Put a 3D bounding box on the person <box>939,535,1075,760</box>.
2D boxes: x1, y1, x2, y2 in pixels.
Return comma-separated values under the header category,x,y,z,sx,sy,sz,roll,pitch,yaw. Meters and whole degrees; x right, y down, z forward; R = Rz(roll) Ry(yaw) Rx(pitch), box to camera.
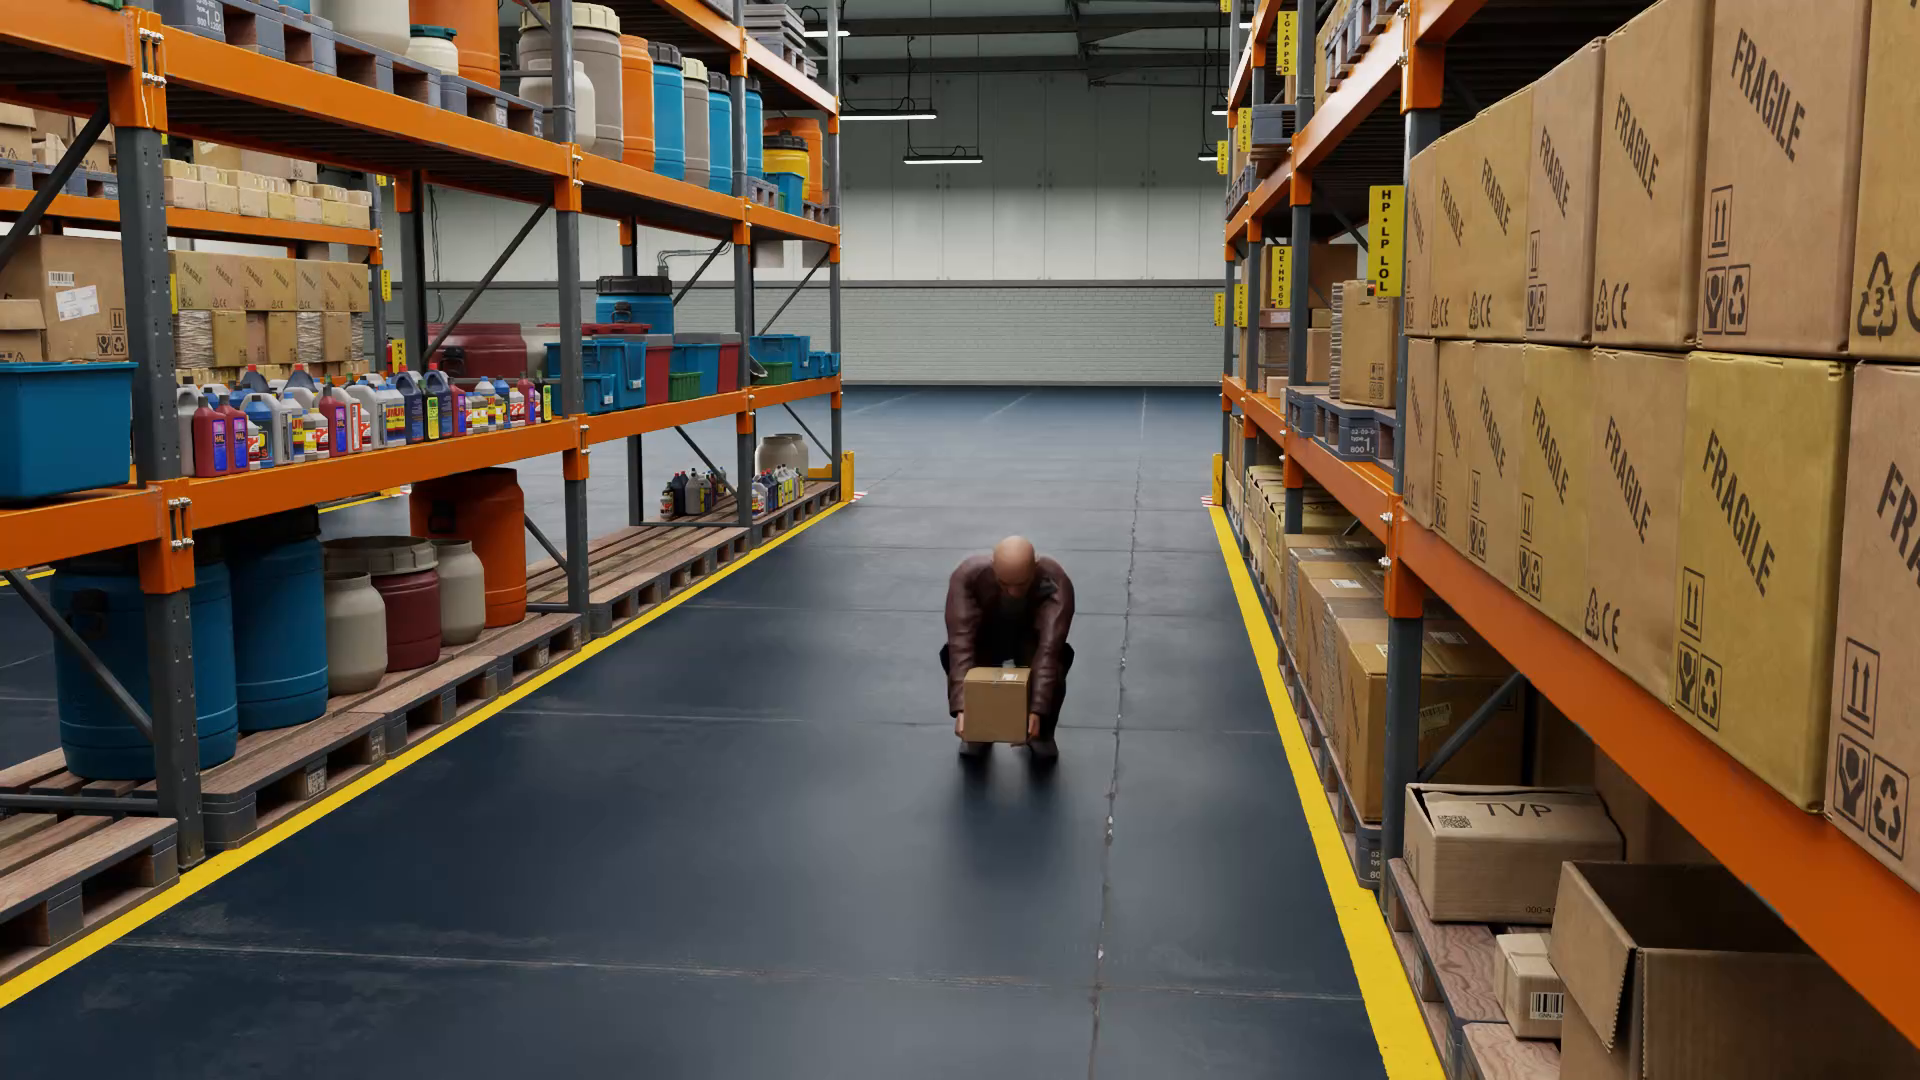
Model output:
category,x,y,z,sx,sy,sz,roll,pitch,yaw
person,0.192,0.444,6.981,0.577,0.996,0.936,1,7,5
